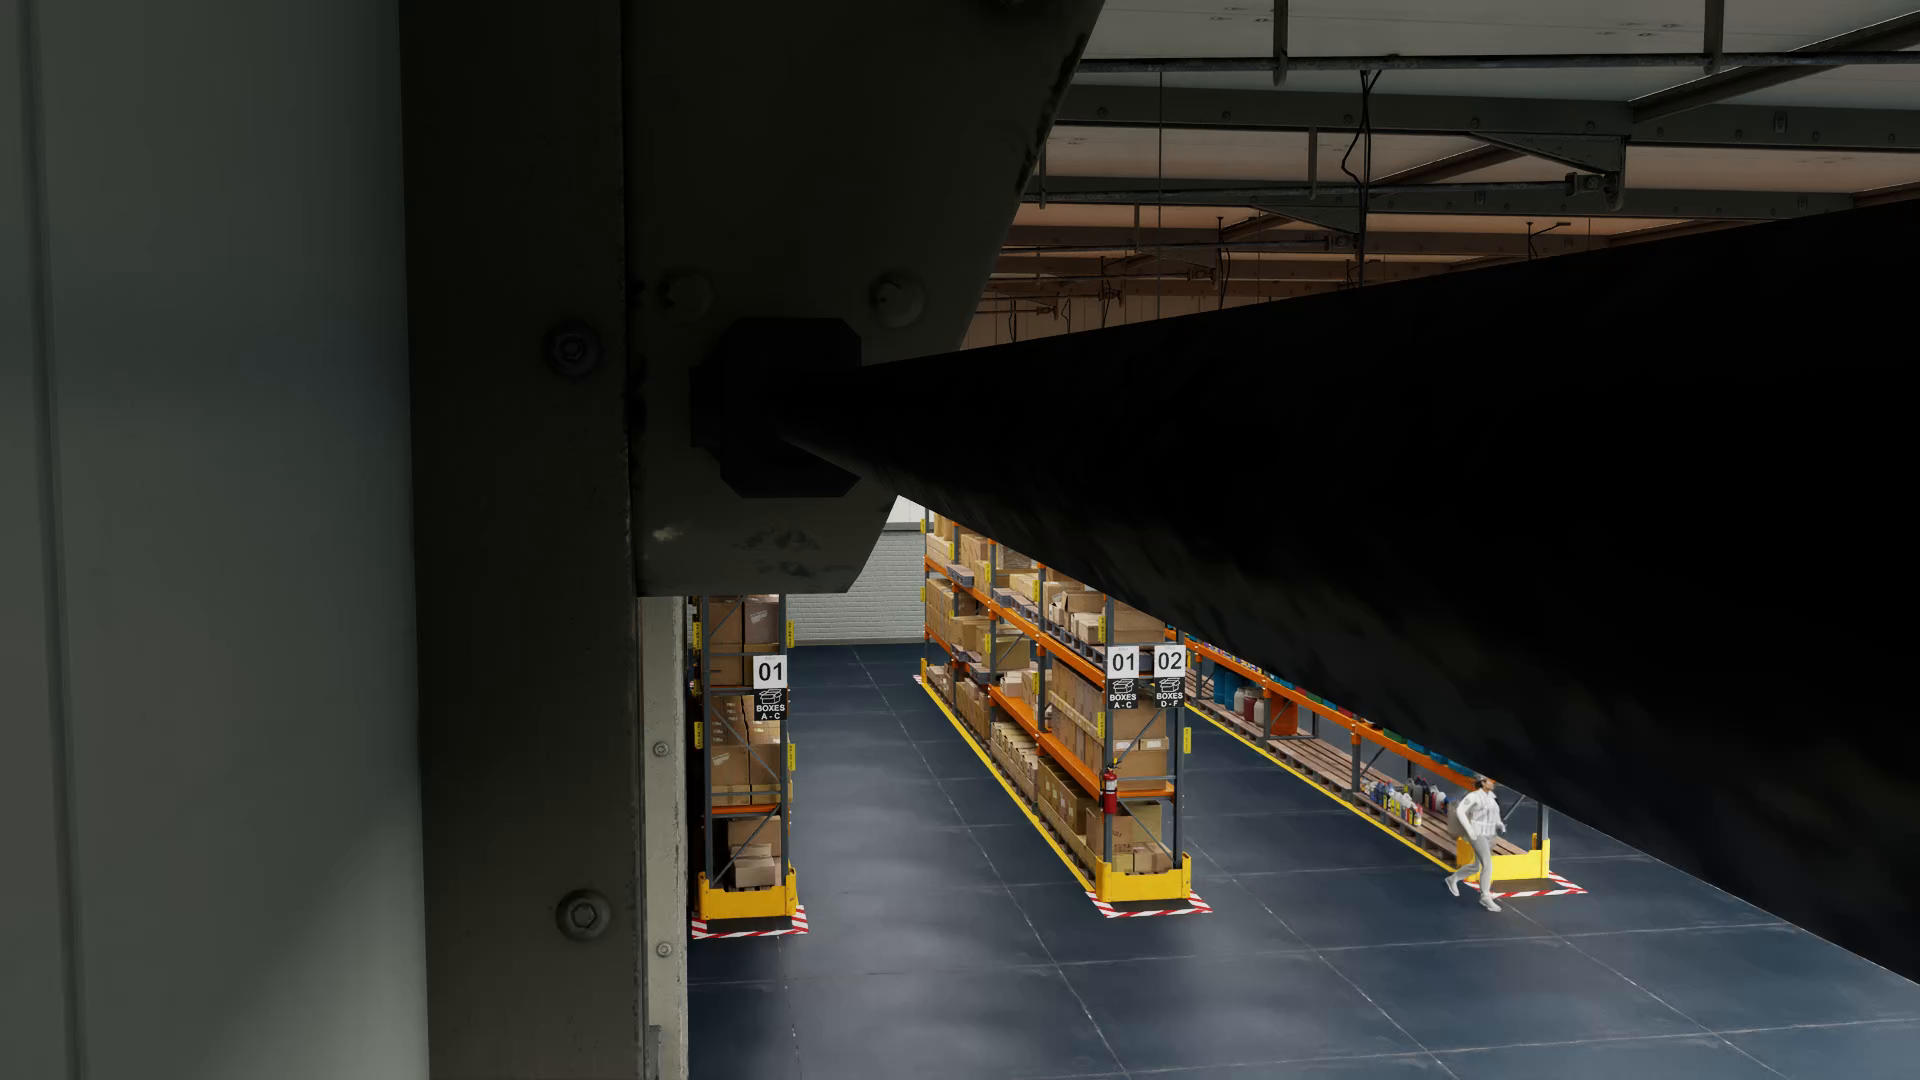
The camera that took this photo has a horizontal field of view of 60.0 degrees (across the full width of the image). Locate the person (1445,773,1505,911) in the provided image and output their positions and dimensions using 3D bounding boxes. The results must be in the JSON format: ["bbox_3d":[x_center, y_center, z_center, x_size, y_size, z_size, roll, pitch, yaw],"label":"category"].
[{"bbox_3d":[6.465,3.687,20.693,0.632,1.694,0.787,-5,7,-44],"label":"person"}]
